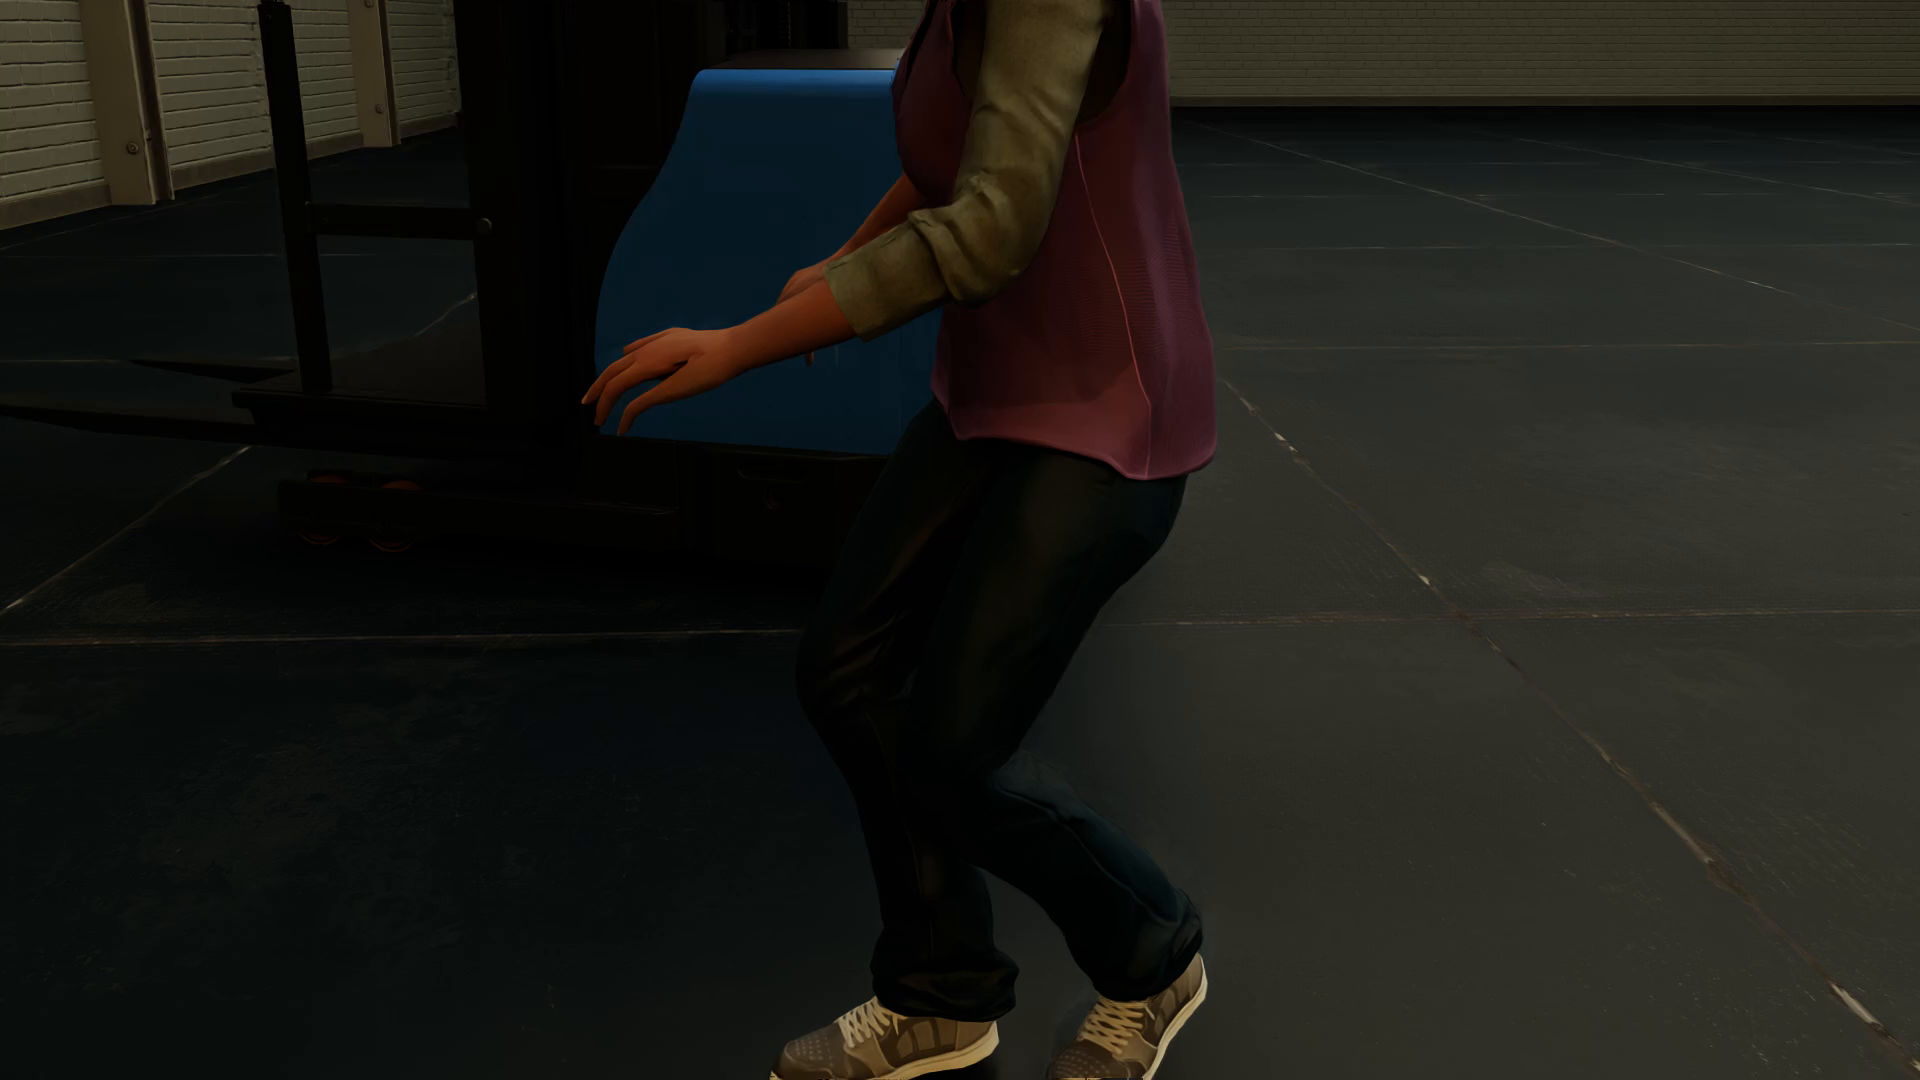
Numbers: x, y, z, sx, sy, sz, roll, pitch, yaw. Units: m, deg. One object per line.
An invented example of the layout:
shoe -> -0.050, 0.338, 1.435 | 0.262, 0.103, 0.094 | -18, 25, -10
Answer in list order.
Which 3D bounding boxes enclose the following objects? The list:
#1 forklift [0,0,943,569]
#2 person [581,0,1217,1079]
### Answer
forklift -> -1.070, -1.513, 3.854 | 3.031, 2.935, 1.130 | 5, 18, 16
person -> -0.056, -0.104, 1.698 | 0.672, 1.505, 0.694 | -5, 18, -17
